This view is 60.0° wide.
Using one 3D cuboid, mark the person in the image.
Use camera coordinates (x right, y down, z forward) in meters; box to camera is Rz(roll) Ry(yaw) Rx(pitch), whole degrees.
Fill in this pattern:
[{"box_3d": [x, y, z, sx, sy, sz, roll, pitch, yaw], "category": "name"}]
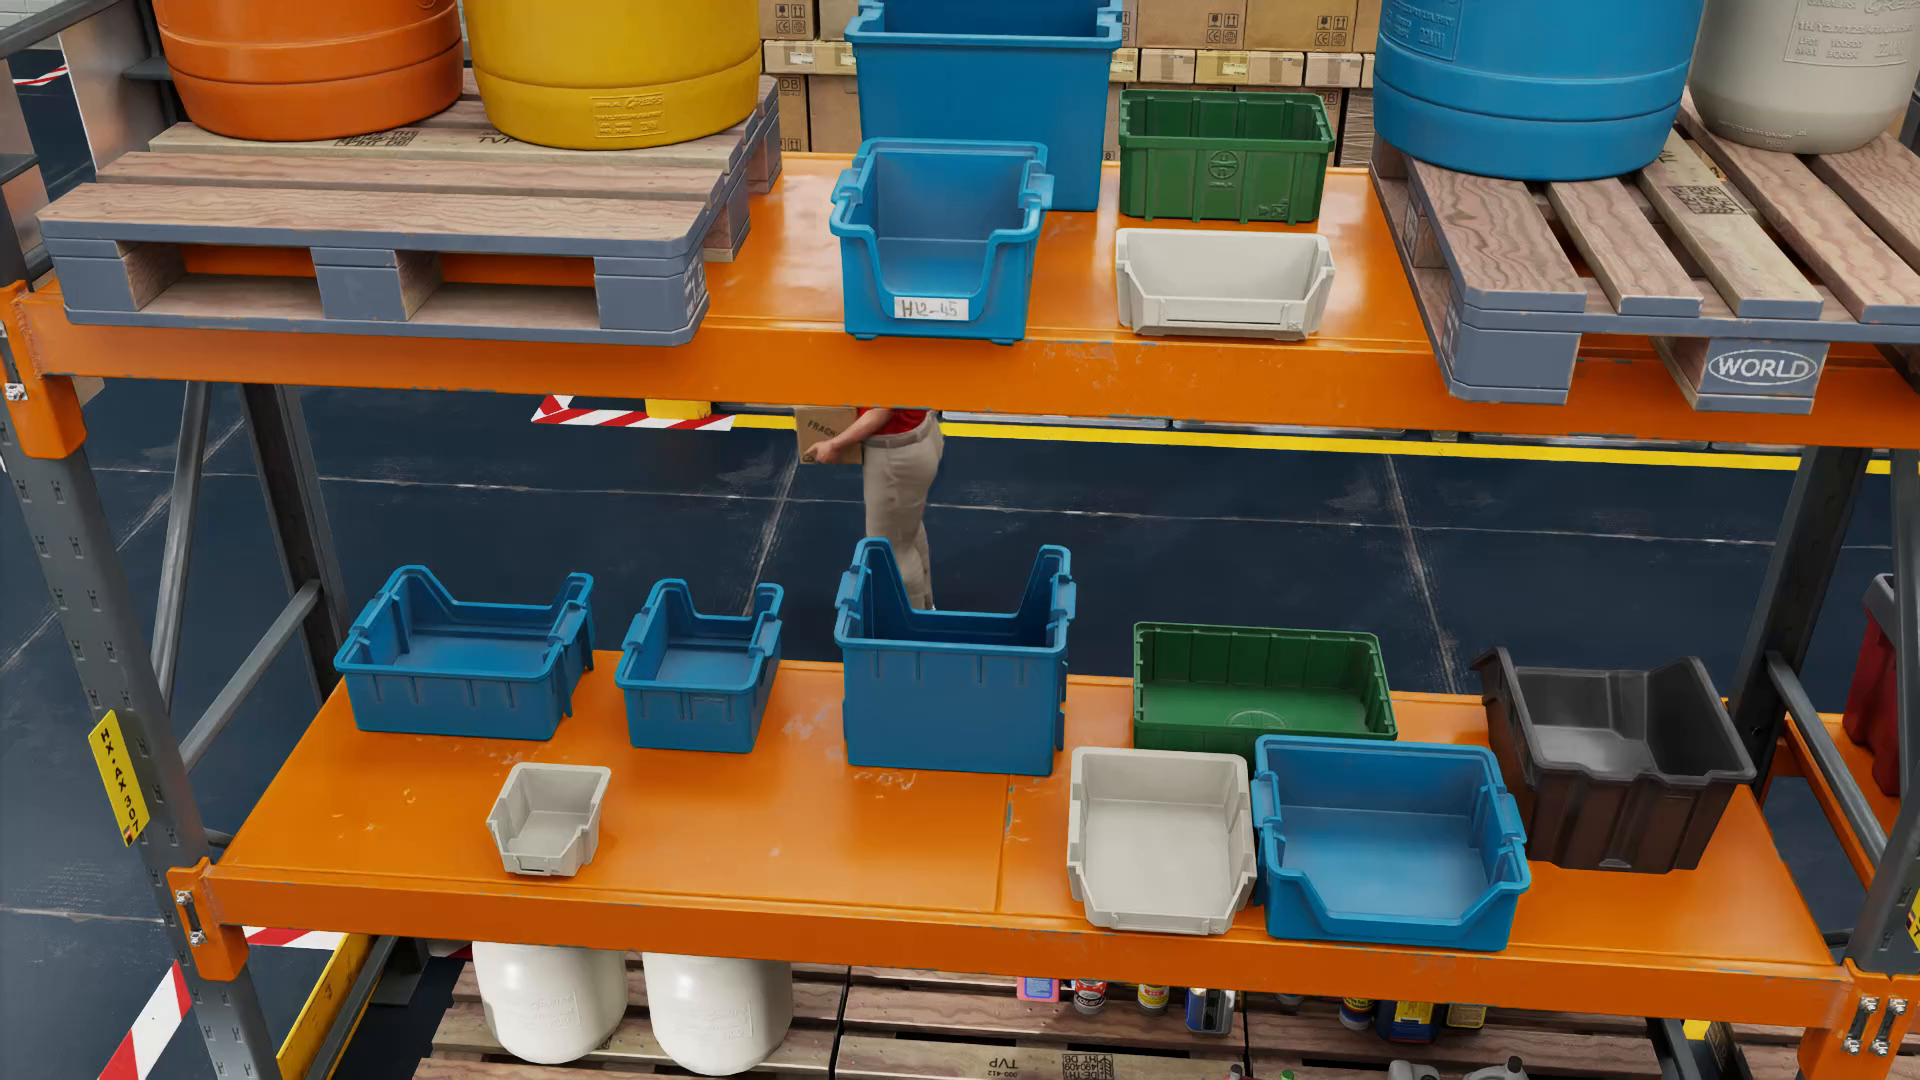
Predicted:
[{"box_3d": [-0.341, -0.342, 6.707, 0.529, 1.720, 0.499, 4, 32, 6], "category": "person"}]
